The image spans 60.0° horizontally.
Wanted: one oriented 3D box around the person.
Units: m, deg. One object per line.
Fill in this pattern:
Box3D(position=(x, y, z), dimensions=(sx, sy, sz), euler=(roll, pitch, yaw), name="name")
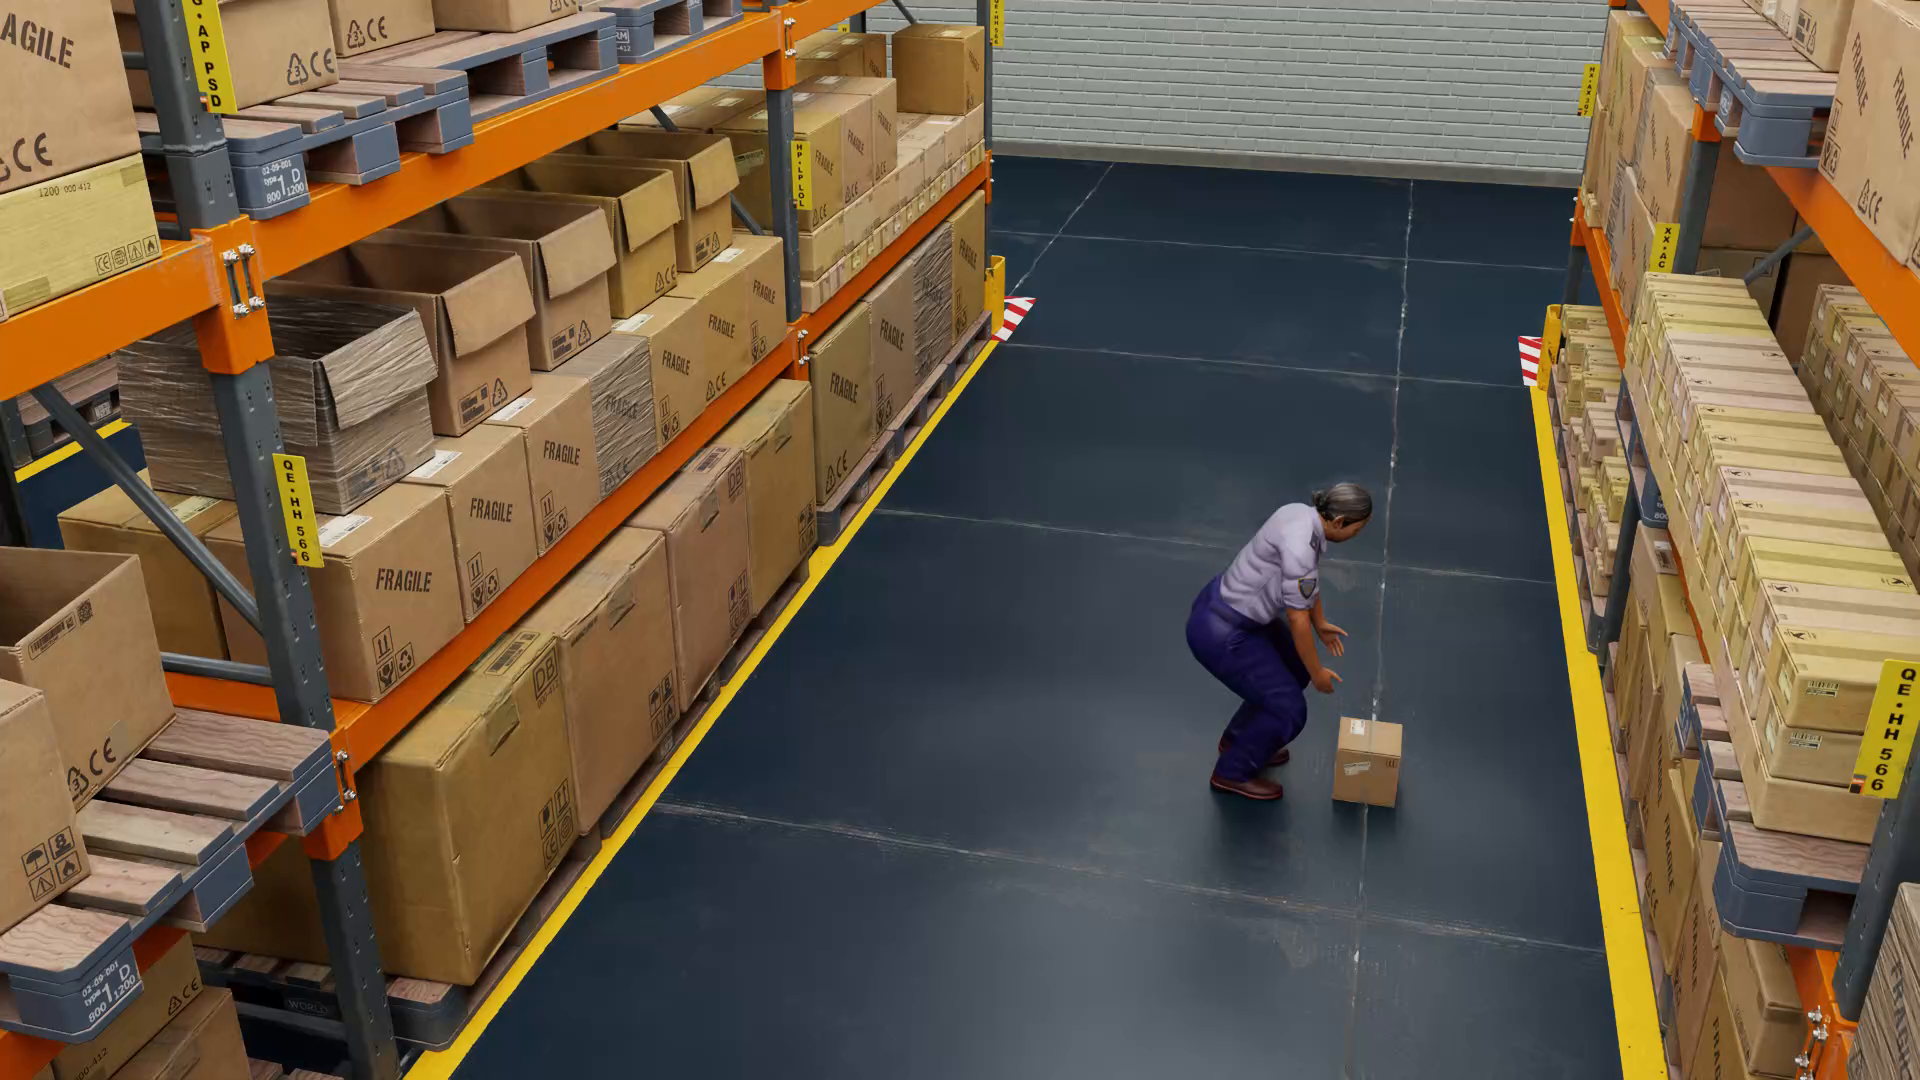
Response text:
Box3D(position=(1.263, 0.367, 6.728), dimensions=(0.673, 1.339, 0.536), euler=(6, 26, 13), name="person")
